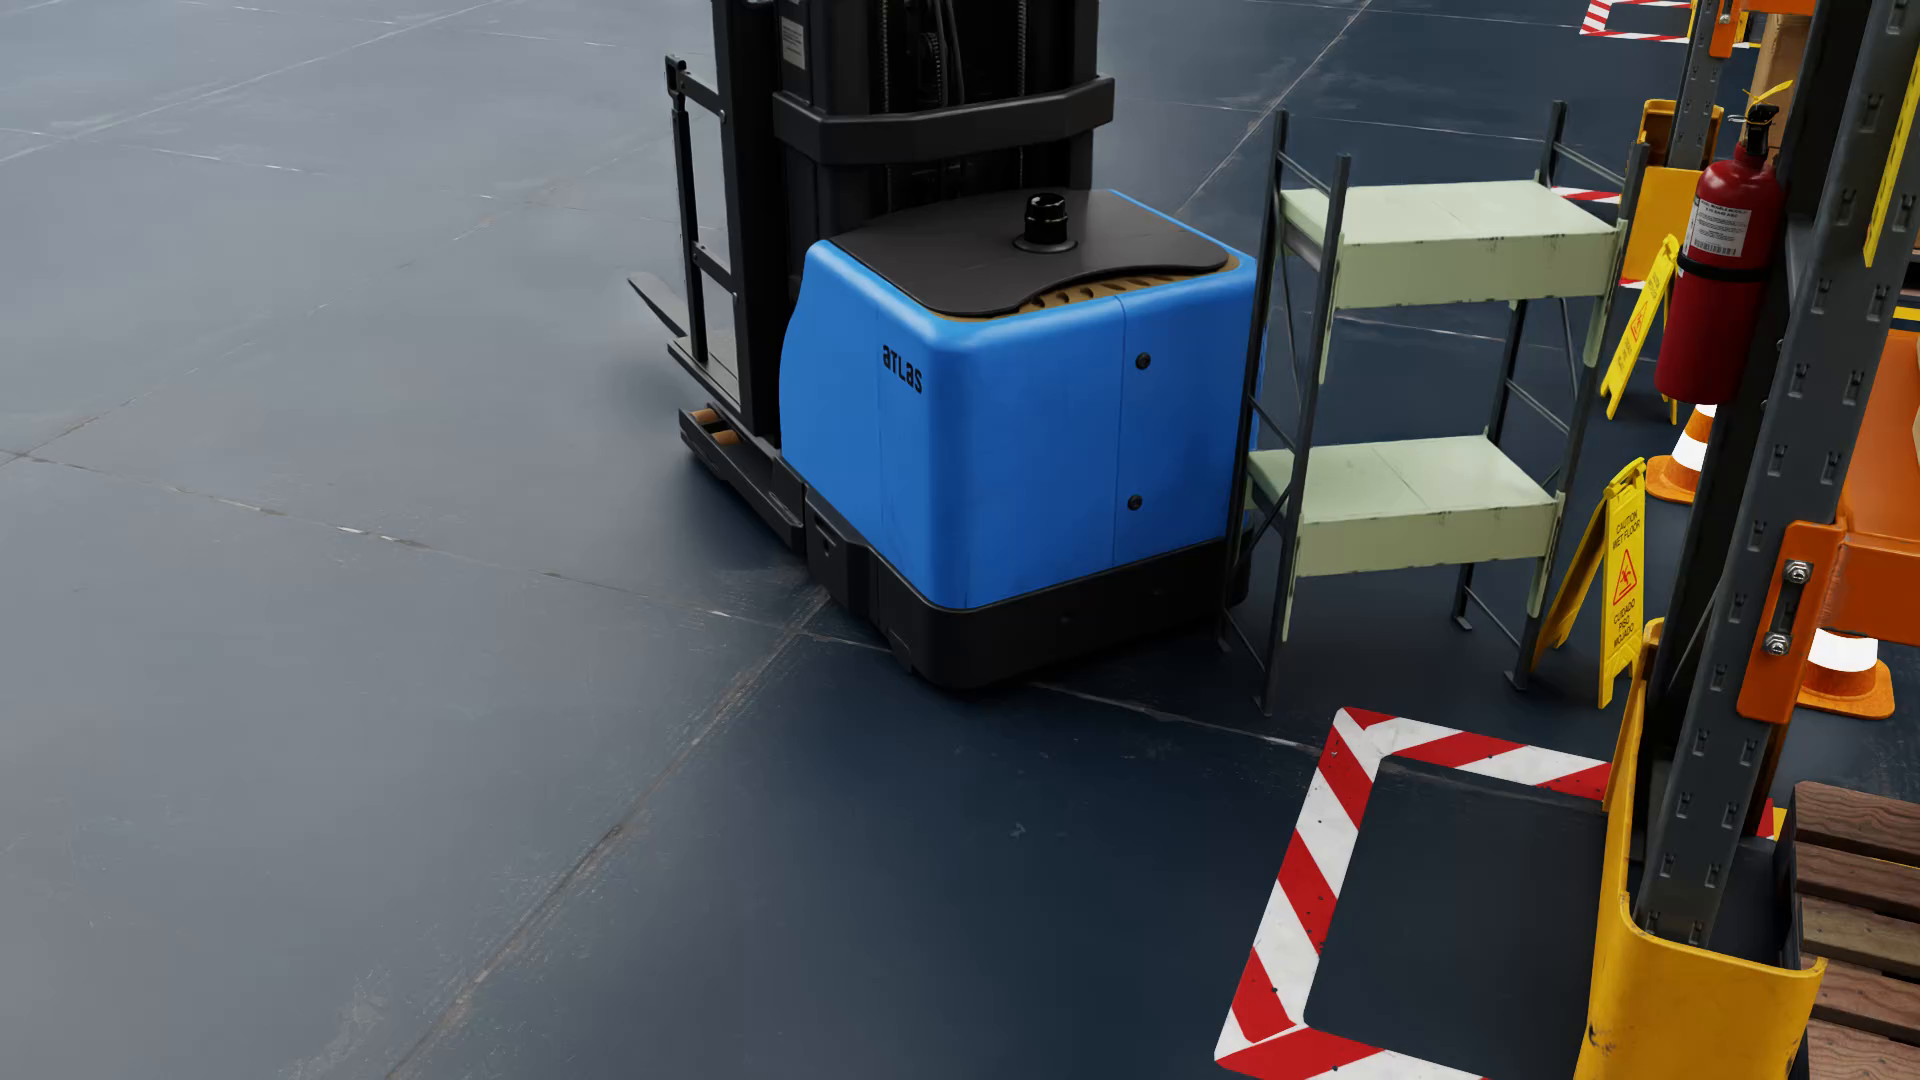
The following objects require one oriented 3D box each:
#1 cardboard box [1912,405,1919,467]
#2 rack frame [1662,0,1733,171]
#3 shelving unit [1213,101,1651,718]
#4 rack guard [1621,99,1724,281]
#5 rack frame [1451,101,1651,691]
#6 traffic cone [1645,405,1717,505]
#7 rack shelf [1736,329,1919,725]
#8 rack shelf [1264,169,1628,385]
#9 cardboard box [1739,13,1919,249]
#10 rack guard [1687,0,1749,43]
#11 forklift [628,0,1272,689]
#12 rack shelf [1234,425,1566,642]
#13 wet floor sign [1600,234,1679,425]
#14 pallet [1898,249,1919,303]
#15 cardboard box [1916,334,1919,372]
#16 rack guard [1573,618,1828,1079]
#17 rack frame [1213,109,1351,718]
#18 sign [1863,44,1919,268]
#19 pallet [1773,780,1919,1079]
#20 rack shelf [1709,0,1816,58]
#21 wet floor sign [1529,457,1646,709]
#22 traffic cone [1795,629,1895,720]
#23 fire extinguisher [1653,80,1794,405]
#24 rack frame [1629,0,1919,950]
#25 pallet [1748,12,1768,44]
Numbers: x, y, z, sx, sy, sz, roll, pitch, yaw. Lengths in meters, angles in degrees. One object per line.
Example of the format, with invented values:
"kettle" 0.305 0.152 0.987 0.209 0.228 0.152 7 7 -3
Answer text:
"cardboard box" 1.729 -0.147 2.717 0.250 0.149 0.380 11 31 19
"rack frame" 3.259 -2.689 6.960 0.127 3.000 1.000 11 31 19
"shelving unit" 1.148 -0.312 4.256 0.755 1.500 0.431 -5 30 -11
"rack guard" 3.237 -1.606 7.583 0.348 0.500 1.175 11 31 19
"rack frame" 1.506 -0.340 4.326 0.023 1.500 0.400 -5 30 -11
"traffic cone" 2.477 -0.387 5.464 0.334 0.463 0.336 11 31 19
"rack shelf" 3.345 0.269 2.456 4.000 0.370 1.077 11 31 19
"rack shelf" 1.158 -0.653 4.067 0.720 0.370 0.431 -5 30 -11
"cardboard box" 3.912 -1.852 7.211 0.875 0.875 0.875 11 31 19
"rack guard" 5.288 -3.830 11.518 0.348 0.500 1.175 11 31 19
"forklift" -0.313 -1.576 5.060 1.130 2.935 3.031 -15 33 -25
"rack shelf" 1.140 -0.027 4.415 0.720 0.370 0.431 -5 30 -11
"wet floor sign" 2.488 -0.767 5.951 0.232 0.644 0.267 6 30 11
"pallet" 4.029 -1.363 7.447 1.213 0.211 1.003 11 31 19
"cardboard box" 1.919 -0.333 3.046 0.250 0.149 0.380 12 32 21
"rack guard" 1.562 0.688 3.524 0.348 0.500 1.175 11 31 19
"rack frame" 0.790 -0.284 4.186 0.023 1.500 0.400 -5 30 -11
"sign" 1.288 -0.543 2.283 0.005 0.325 0.100 11 31 19
"pallet" 2.302 0.981 3.300 1.213 0.211 1.003 11 31 19
"rack shelf" 5.112 -2.006 6.482 4.000 0.370 1.077 11 31 19
"wet floor sign" 1.718 0.088 4.438 0.232 0.644 0.267 24 37 36
"traffic cone" 2.375 0.182 4.458 0.334 0.463 0.336 11 31 19
"fire extinguisher" 1.559 -0.611 3.362 0.183 0.674 0.296 11 31 19
"rack frame" 1.492 -0.414 2.934 0.127 3.000 1.000 11 31 19
"pallet" 6.028 -3.538 11.295 1.213 0.211 1.003 11 31 19
